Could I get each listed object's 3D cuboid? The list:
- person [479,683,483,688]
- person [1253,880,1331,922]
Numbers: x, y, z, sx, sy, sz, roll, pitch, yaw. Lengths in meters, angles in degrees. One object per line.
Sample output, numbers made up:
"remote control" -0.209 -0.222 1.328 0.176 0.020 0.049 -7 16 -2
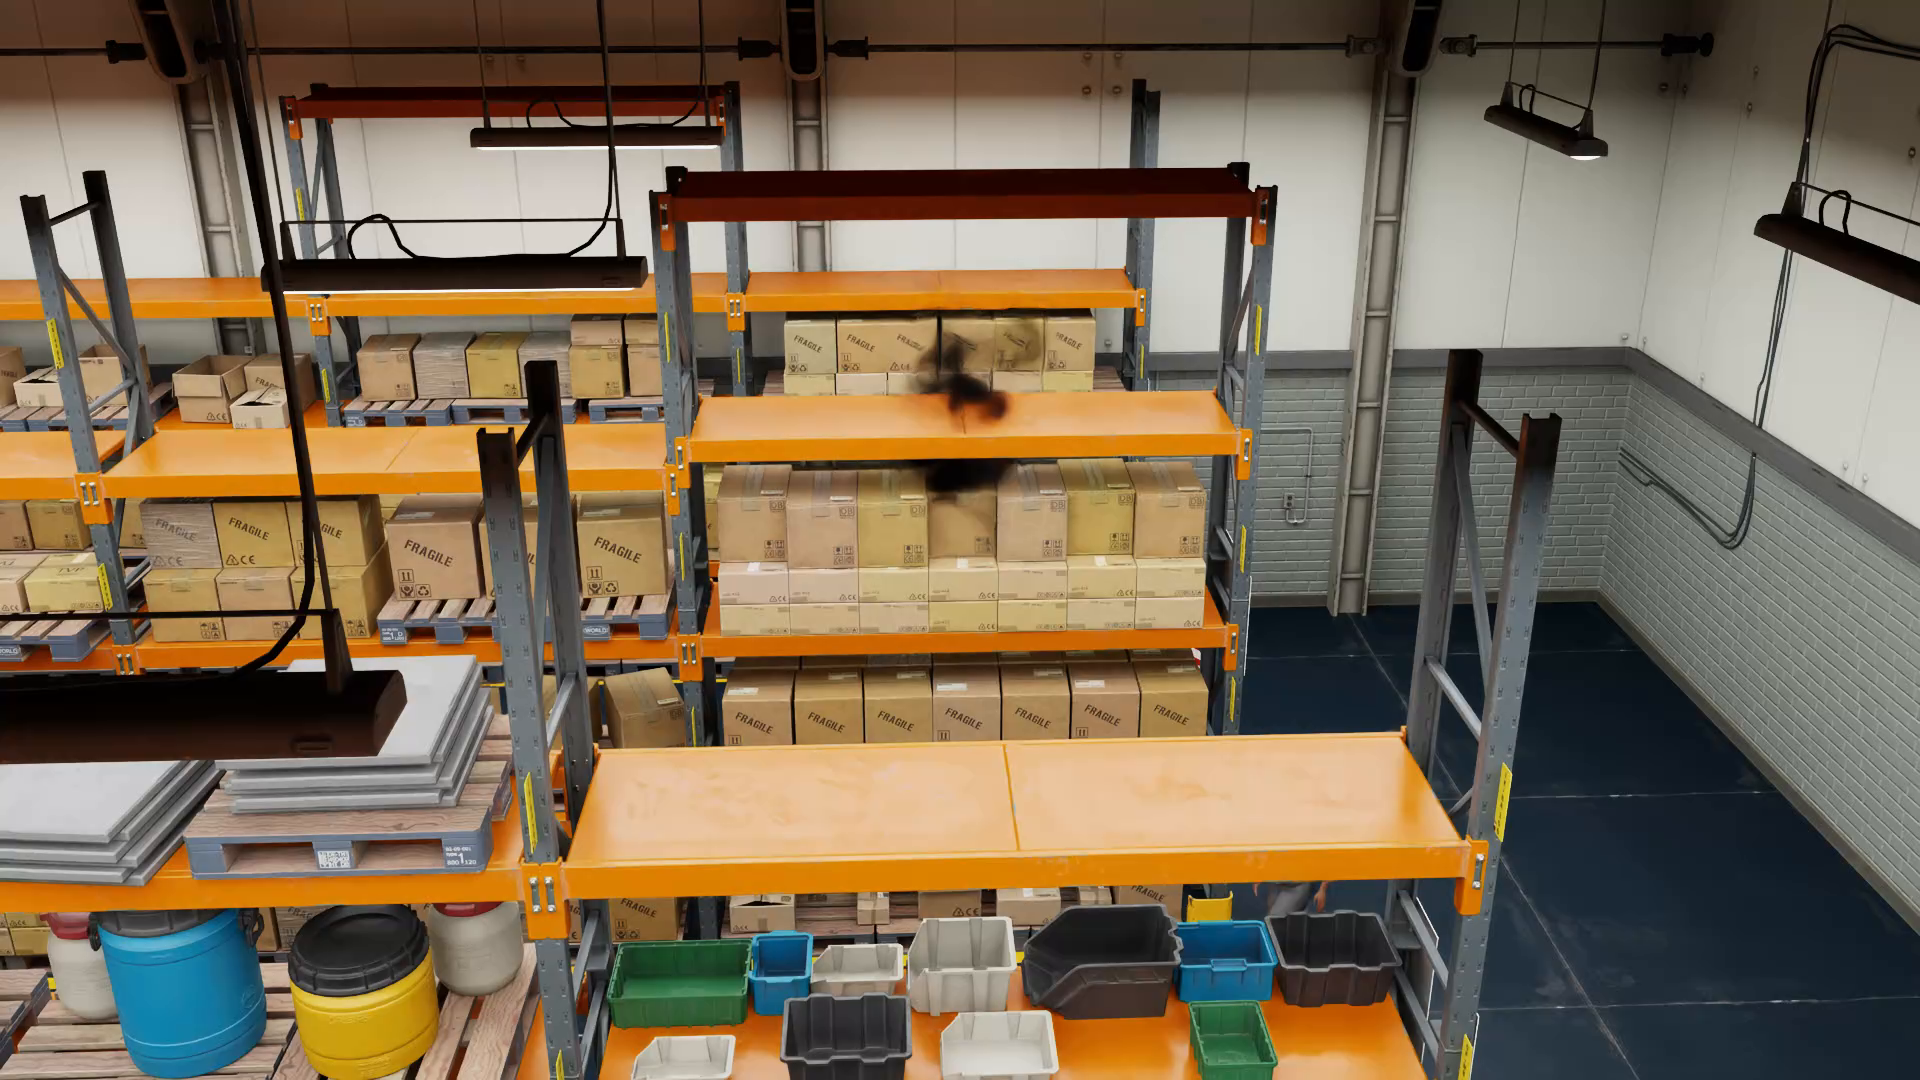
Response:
"person" -4.411 1.709 14.746 0.760 1.663 0.586 0 22 1
"person" 2.335 2.554 12.082 0.533 1.556 0.598 -14 26 -30
